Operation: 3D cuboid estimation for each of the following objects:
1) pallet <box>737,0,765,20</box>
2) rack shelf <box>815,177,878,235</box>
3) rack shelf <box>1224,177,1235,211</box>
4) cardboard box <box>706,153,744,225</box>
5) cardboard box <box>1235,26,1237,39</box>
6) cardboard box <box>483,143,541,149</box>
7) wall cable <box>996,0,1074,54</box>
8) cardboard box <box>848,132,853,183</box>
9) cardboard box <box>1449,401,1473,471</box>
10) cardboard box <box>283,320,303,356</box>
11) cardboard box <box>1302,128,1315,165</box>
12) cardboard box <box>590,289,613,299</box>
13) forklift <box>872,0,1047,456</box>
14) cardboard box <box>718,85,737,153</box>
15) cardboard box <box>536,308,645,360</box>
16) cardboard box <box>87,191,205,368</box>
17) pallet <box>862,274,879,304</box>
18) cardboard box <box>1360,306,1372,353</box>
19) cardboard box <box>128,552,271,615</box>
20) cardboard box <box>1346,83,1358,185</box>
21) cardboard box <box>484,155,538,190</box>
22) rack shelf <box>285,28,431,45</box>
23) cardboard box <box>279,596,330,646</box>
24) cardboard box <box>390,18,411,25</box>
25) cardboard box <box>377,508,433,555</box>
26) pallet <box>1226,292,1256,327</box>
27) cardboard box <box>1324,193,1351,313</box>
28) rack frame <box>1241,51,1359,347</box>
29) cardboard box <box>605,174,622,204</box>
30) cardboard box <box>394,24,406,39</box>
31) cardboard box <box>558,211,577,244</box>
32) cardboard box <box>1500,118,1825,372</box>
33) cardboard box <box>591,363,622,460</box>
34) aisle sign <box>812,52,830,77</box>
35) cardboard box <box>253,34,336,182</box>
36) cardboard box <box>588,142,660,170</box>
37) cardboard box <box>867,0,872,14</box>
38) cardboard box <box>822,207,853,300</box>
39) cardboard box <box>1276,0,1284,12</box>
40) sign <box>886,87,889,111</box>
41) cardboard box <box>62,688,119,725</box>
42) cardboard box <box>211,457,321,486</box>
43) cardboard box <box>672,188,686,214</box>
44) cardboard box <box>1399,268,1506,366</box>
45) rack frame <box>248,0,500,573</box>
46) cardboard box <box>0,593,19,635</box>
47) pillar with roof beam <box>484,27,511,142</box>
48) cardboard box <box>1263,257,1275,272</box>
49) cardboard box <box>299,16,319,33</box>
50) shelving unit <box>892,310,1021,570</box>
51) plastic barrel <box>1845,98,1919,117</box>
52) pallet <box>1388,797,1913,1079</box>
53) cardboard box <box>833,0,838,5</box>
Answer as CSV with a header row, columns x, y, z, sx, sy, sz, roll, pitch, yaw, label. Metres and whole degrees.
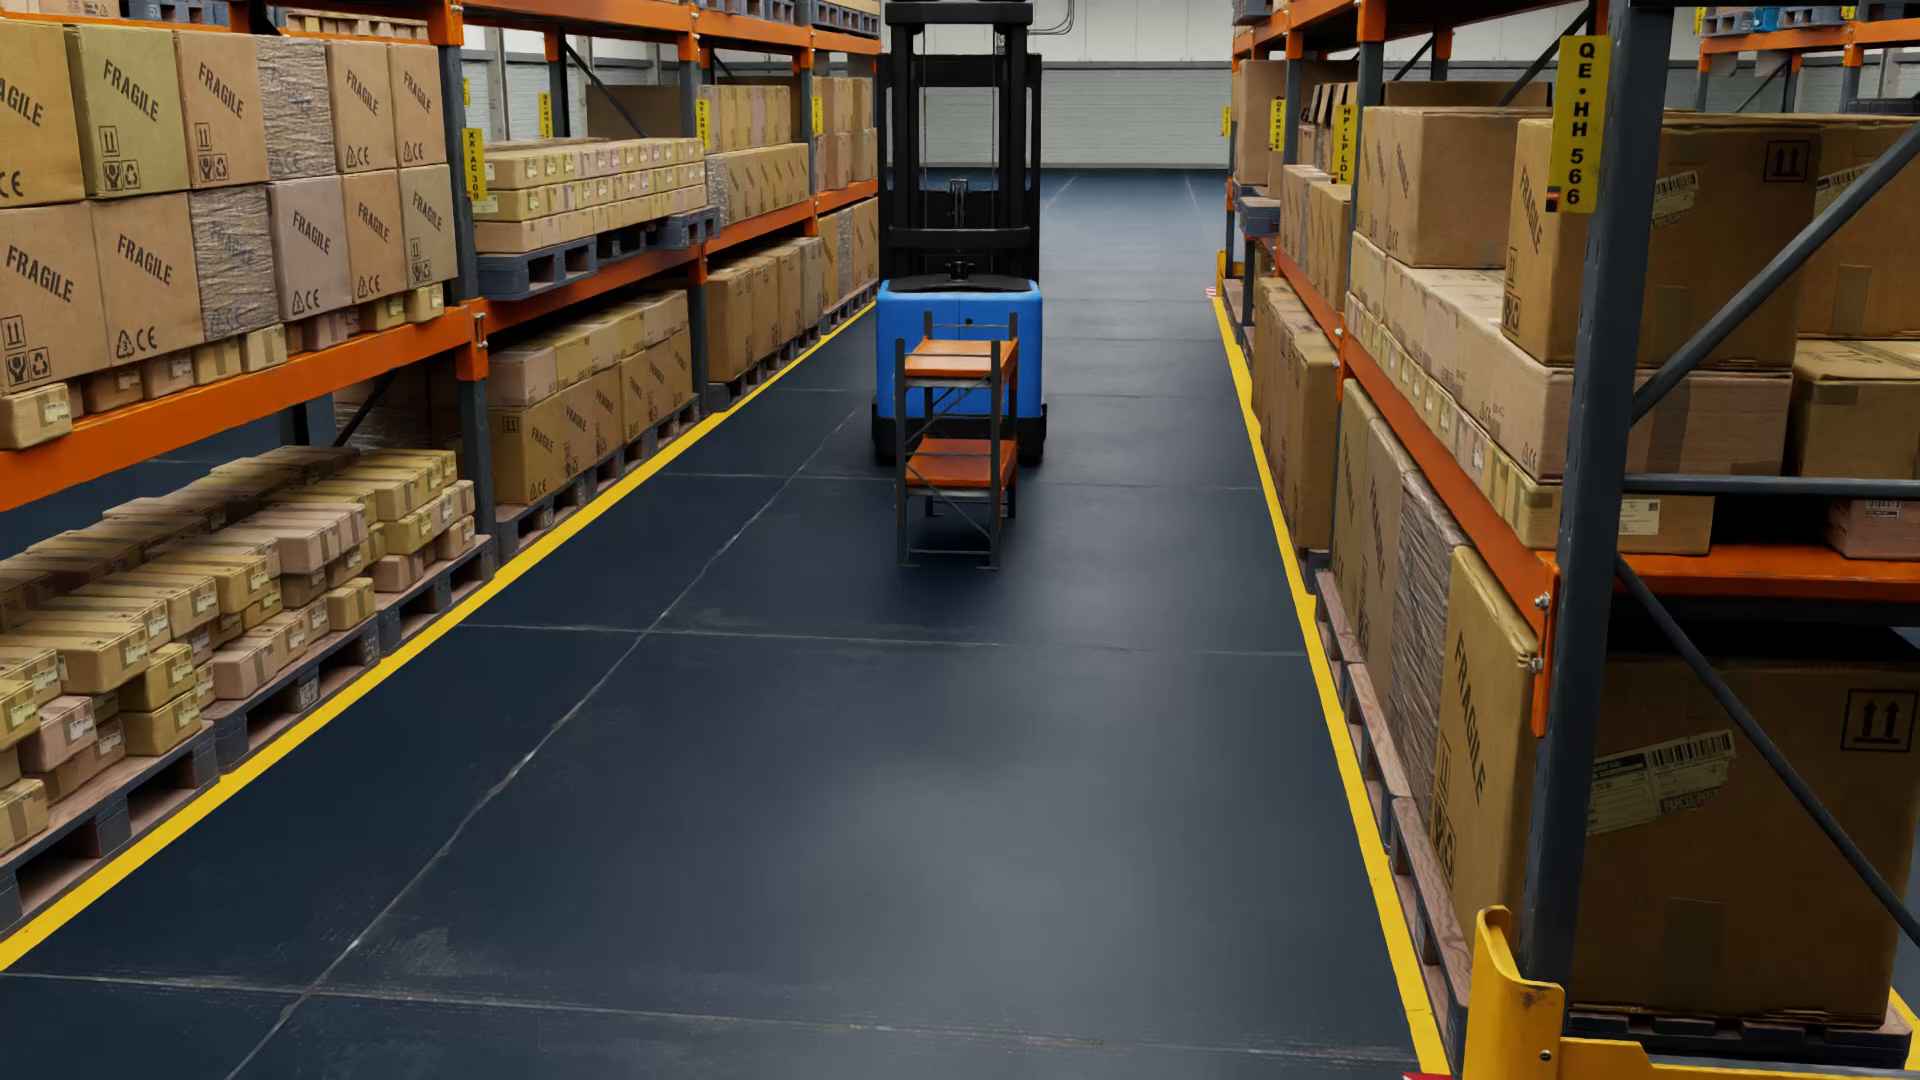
x,y,z,sx,sy,sz,roll,pitch,yaw,label
-2.158,-4.156,12.901,1.003,0.211,1.213,2,15,9,pallet
-1.624,-3.550,17.421,1.077,0.370,4.000,2,15,6,rack shelf
3.292,-3.377,16.783,1.077,0.370,4.000,2,15,6,rack shelf
-1.928,-2.629,12.448,0.500,0.500,0.500,2,15,6,cardboard box
3.207,-5.502,17.802,0.500,0.250,0.500,2,15,8,cardboard box
-2.693,-2.254,9.789,0.380,0.149,0.250,2,15,8,cardboard box
2.227,-17.286,48.835,2.305,6.003,0.169,2,15,6,wall cable
-1.624,-4.106,17.811,0.875,0.550,0.550,2,15,6,cardboard box
1.512,-0.272,4.402,0.380,0.149,0.250,2,15,7,cardboard box
-2.699,-0.761,6.213,0.380,0.149,0.250,1,15,5,cardboard box
2.637,-2.561,11.389,0.500,0.500,0.500,0,15,-1,cardboard box
-2.620,-1.527,11.110,0.500,0.250,0.500,1,15,4,cardboard box
-0.008,-2.262,11.413,1.130,2.935,3.031,0,15,0,forklift
-2.129,-3.252,12.835,0.700,0.500,0.500,1,15,5,cardboard box
-2.237,-1.251,10.089,0.500,0.250,0.500,2,15,8,cardboard box
-2.776,-0.832,5.232,0.500,0.500,0.500,2,15,7,cardboard box
-1.411,-2.860,18.834,1.003,0.211,1.213,2,15,6,pallet
1.741,-0.806,6.378,0.380,0.149,0.250,2,15,8,cardboard box
-2.679,0.153,5.868,0.380,0.149,0.250,2,15,7,cardboard box
2.317,-2.007,8.225,0.797,0.503,0.637,2,15,7,cardboard box
-2.251,-1.760,7.963,0.380,0.149,0.250,2,15,9,cardboard box
-6.554,-5.117,17.471,1.077,0.370,4.000,2,15,6,rack shelf
-2.672,0.316,6.404,0.380,0.149,0.250,2,15,7,cardboard box
-6.230,-5.649,17.776,0.500,0.250,0.500,2,15,8,cardboard box
-2.503,-0.042,7.157,0.380,0.149,0.250,1,15,4,cardboard box
3.243,-2.352,16.957,1.003,0.211,1.213,2,15,6,pallet
1.945,-1.309,7.563,0.500,0.500,0.500,2,15,6,cardboard box
3.067,-3.206,14.771,1.000,3.000,0.127,2,15,6,rack frame
-2.108,-1.957,9.261,0.380,0.149,0.250,1,15,5,cardboard box
-6.226,-5.498,17.983,0.380,0.149,0.250,2,15,6,cardboard box
-2.194,-1.610,8.547,0.380,0.149,0.250,2,15,7,cardboard box
1.507,-0.661,3.640,0.500,0.500,0.500,2,15,7,cardboard box
-2.302,-0.757,9.698,0.500,0.500,0.500,2,15,7,cardboard box
-1.689,-5.698,19.006,0.394,0.787,0.004,2,15,6,aisle sign
-2.662,-1.581,6.087,0.500,0.500,0.500,2,15,8,cardboard box
-2.021,-2.304,9.973,0.380,0.149,0.250,2,15,6,cardboard box
-1.157,-5.765,17.975,0.380,0.149,0.250,2,15,7,cardboard box
-1.612,-2.950,17.092,0.875,0.875,0.875,2,15,7,cardboard box
2.468,-3.804,11.523,0.500,0.250,0.500,2,15,6,cardboard box
-0.861,-5.069,18.991,0.100,0.325,0.005,2,15,6,sign
-2.863,0.500,5.152,0.380,0.149,0.250,2,15,7,cardboard box
-3.088,-0.264,7.409,0.380,0.149,0.250,2,15,9,cardboard box
-1.959,-2.150,10.542,0.380,0.149,0.250,2,15,7,cardboard box
1.673,-0.697,5.210,0.500,0.250,0.500,2,15,6,cardboard box
-2.753,-1.303,7.735,1.000,3.000,0.127,2,15,6,rack frame
-3.316,0.276,5.412,0.380,0.149,0.250,1,15,4,cardboard box
-5.927,-11.964,35.668,9.100,9.000,0.400,2,15,6,pillar with roof beam
3.209,-2.453,15.972,0.500,0.500,0.500,7,17,24,cardboard box
-6.413,-4.964,16.009,0.380,0.149,0.250,2,15,6,cardboard box
-0.001,-0.541,8.509,0.538,1.125,1.048,2,15,6,shelving unit
7.643,-3.211,13.829,0.600,0.901,0.708,2,15,6,plastic barrel
1.725,1.043,4.401,1.003,0.211,1.213,2,15,6,pallet
-1.386,-5.237,16.022,0.380,0.149,0.250,1,15,5,cardboard box
